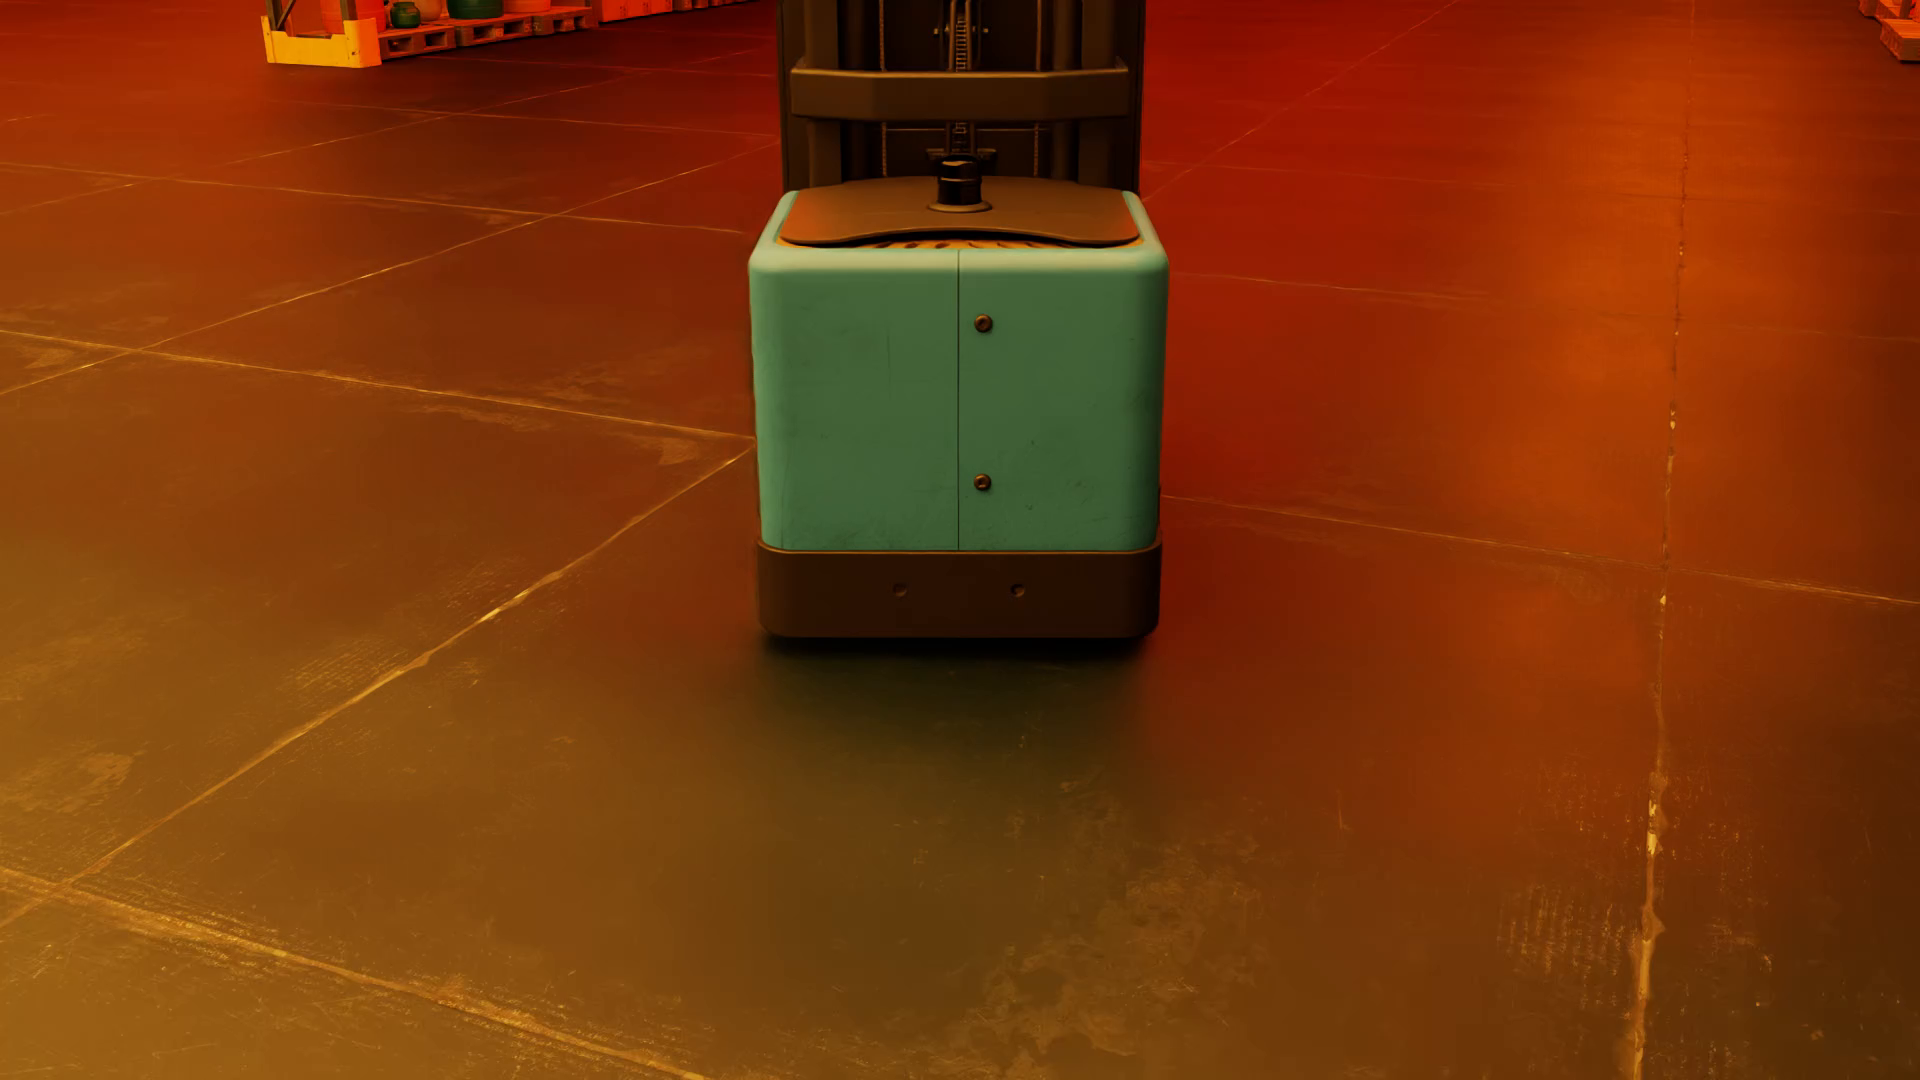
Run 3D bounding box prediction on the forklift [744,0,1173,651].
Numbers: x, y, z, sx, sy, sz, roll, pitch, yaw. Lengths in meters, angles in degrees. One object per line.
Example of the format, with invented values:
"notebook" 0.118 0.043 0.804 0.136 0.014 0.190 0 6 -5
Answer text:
"forklift" 0.002 -1.587 5.089 1.130 2.935 3.031 0 23 0
